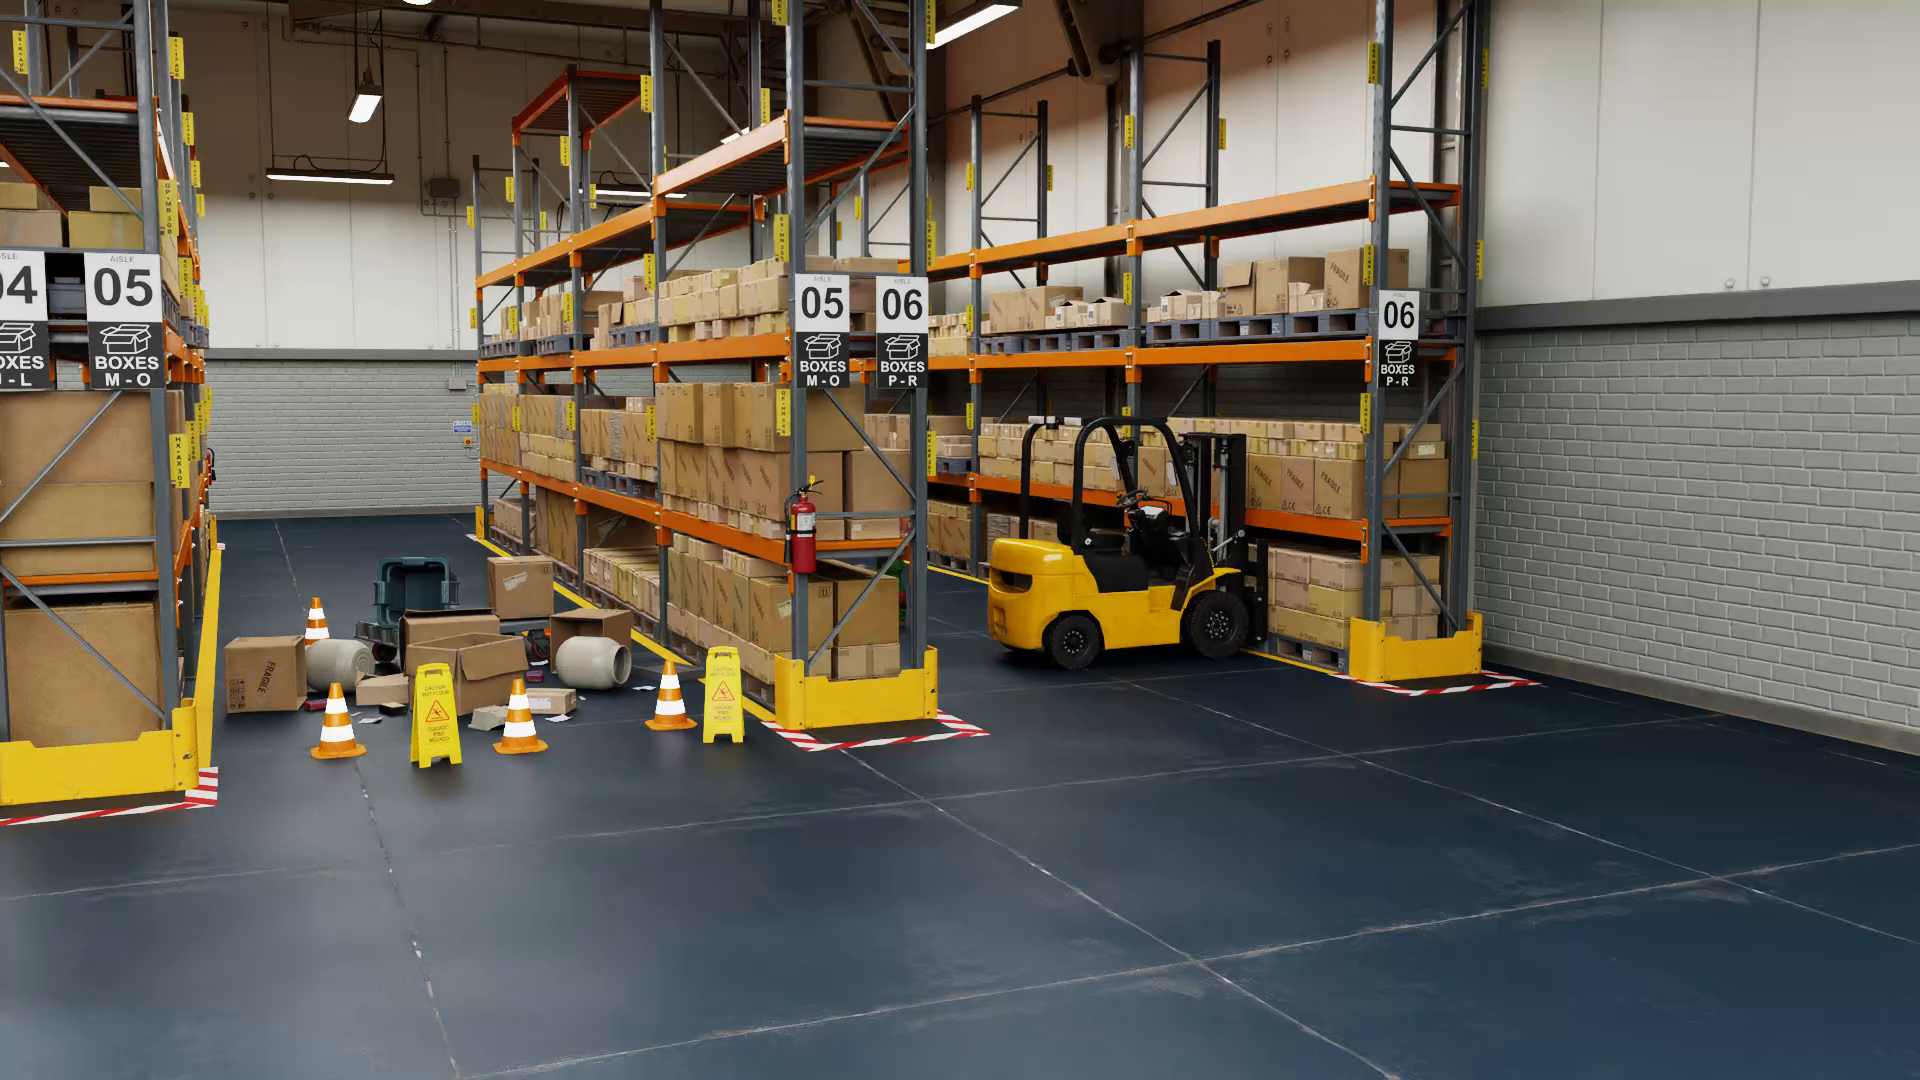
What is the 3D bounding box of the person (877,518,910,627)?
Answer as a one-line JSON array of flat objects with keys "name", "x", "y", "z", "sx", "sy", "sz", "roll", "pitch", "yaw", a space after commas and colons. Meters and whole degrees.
[{"name": "person", "x": -0.707, "y": -0.016, "z": 16.799, "sx": 0.453, "sy": 1.778, "sz": 0.615, "roll": -3, "pitch": 6, "yaw": -27}]
